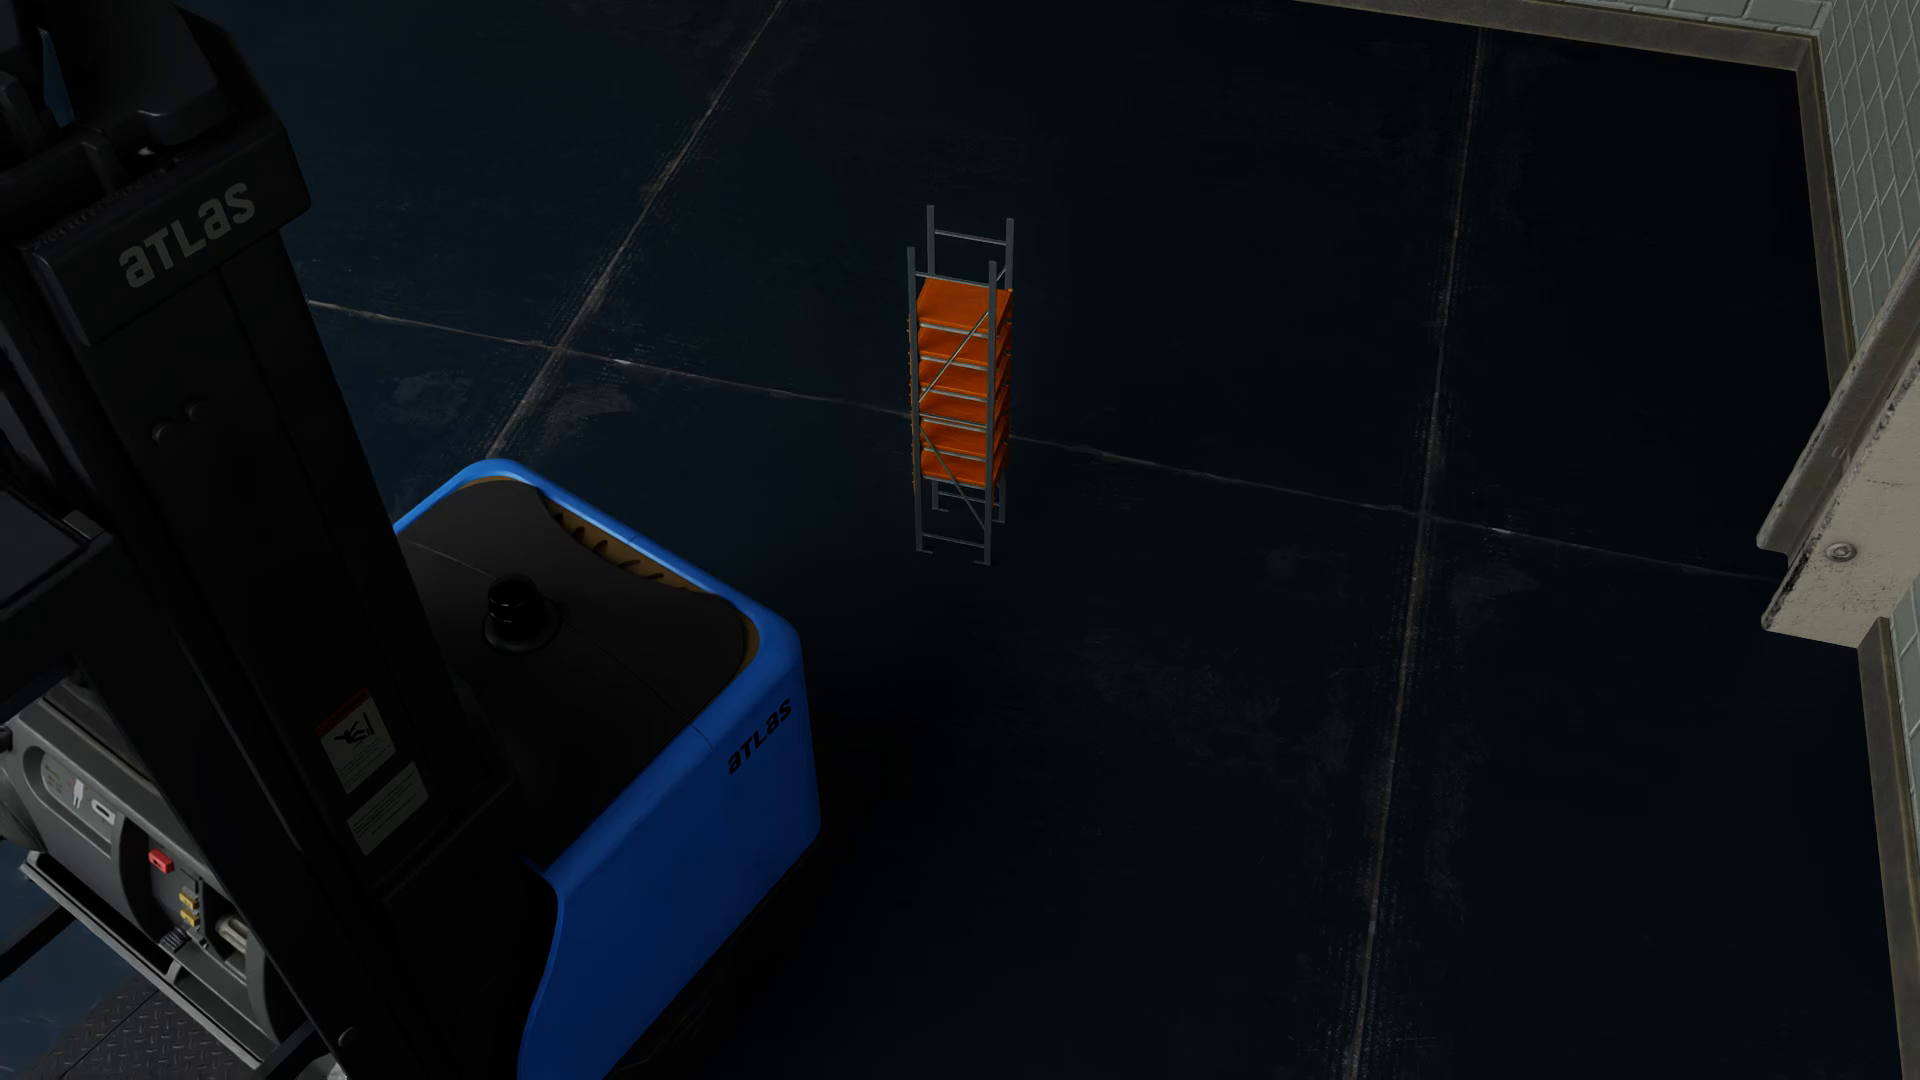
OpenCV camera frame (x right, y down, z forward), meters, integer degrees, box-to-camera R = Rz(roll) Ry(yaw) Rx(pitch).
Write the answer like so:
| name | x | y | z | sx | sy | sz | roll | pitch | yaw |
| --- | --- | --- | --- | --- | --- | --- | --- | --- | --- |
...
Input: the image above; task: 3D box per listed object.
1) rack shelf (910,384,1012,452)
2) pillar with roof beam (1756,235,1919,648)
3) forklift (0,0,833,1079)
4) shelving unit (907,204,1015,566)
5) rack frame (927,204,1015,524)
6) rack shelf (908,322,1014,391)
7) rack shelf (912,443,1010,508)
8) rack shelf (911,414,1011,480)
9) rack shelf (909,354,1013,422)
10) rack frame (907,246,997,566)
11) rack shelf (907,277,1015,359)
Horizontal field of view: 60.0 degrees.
| name | x | y | z | sx | sy | sz | roll | pitch | yaw |
| --- | --- | --- | --- | --- | --- | --- | --- | --- | --- |
| rack shelf | 0.004 | -0.378 | 4.843 | 0.258 | 0.103 | 0.180 | 12 | 50 | 10 |
| pillar with roof beam | -1.534 | -3.671 | 2.488 | 9.100 | 9.000 | 0.400 | 12 | 50 | 10 |
| forklift | -1.600 | 0.627 | 2.742 | 1.130 | 2.935 | 3.031 | 28 | 54 | 23 |
| shelving unit | 0.004 | -0.407 | 4.809 | 0.258 | 1.200 | 0.189 | 12 | 50 | 10 |
| rack frame | 0.028 | -0.474 | 4.868 | 0.240 | 1.200 | 0.006 | 12 | 50 | 10 |
| rack shelf | 0.004 | -0.537 | 4.663 | 0.258 | 0.103 | 0.180 | 12 | 50 | 10 |
| rack shelf | 0.004 | -0.219 | 5.023 | 0.258 | 0.103 | 0.180 | 12 | 50 | 10 |
| rack shelf | 0.004 | -0.299 | 4.933 | 0.258 | 0.103 | 0.180 | 12 | 50 | 10 |
| rack shelf | 0.004 | -0.457 | 4.753 | 0.258 | 0.103 | 0.180 | 12 | 50 | 10 |
| rack frame | -0.020 | -0.341 | 4.751 | 0.240 | 1.200 | 0.006 | 12 | 50 | 10 |
| rack shelf | 0.004 | -0.616 | 4.573 | 0.258 | 0.103 | 0.180 | 12 | 50 | 10 |
